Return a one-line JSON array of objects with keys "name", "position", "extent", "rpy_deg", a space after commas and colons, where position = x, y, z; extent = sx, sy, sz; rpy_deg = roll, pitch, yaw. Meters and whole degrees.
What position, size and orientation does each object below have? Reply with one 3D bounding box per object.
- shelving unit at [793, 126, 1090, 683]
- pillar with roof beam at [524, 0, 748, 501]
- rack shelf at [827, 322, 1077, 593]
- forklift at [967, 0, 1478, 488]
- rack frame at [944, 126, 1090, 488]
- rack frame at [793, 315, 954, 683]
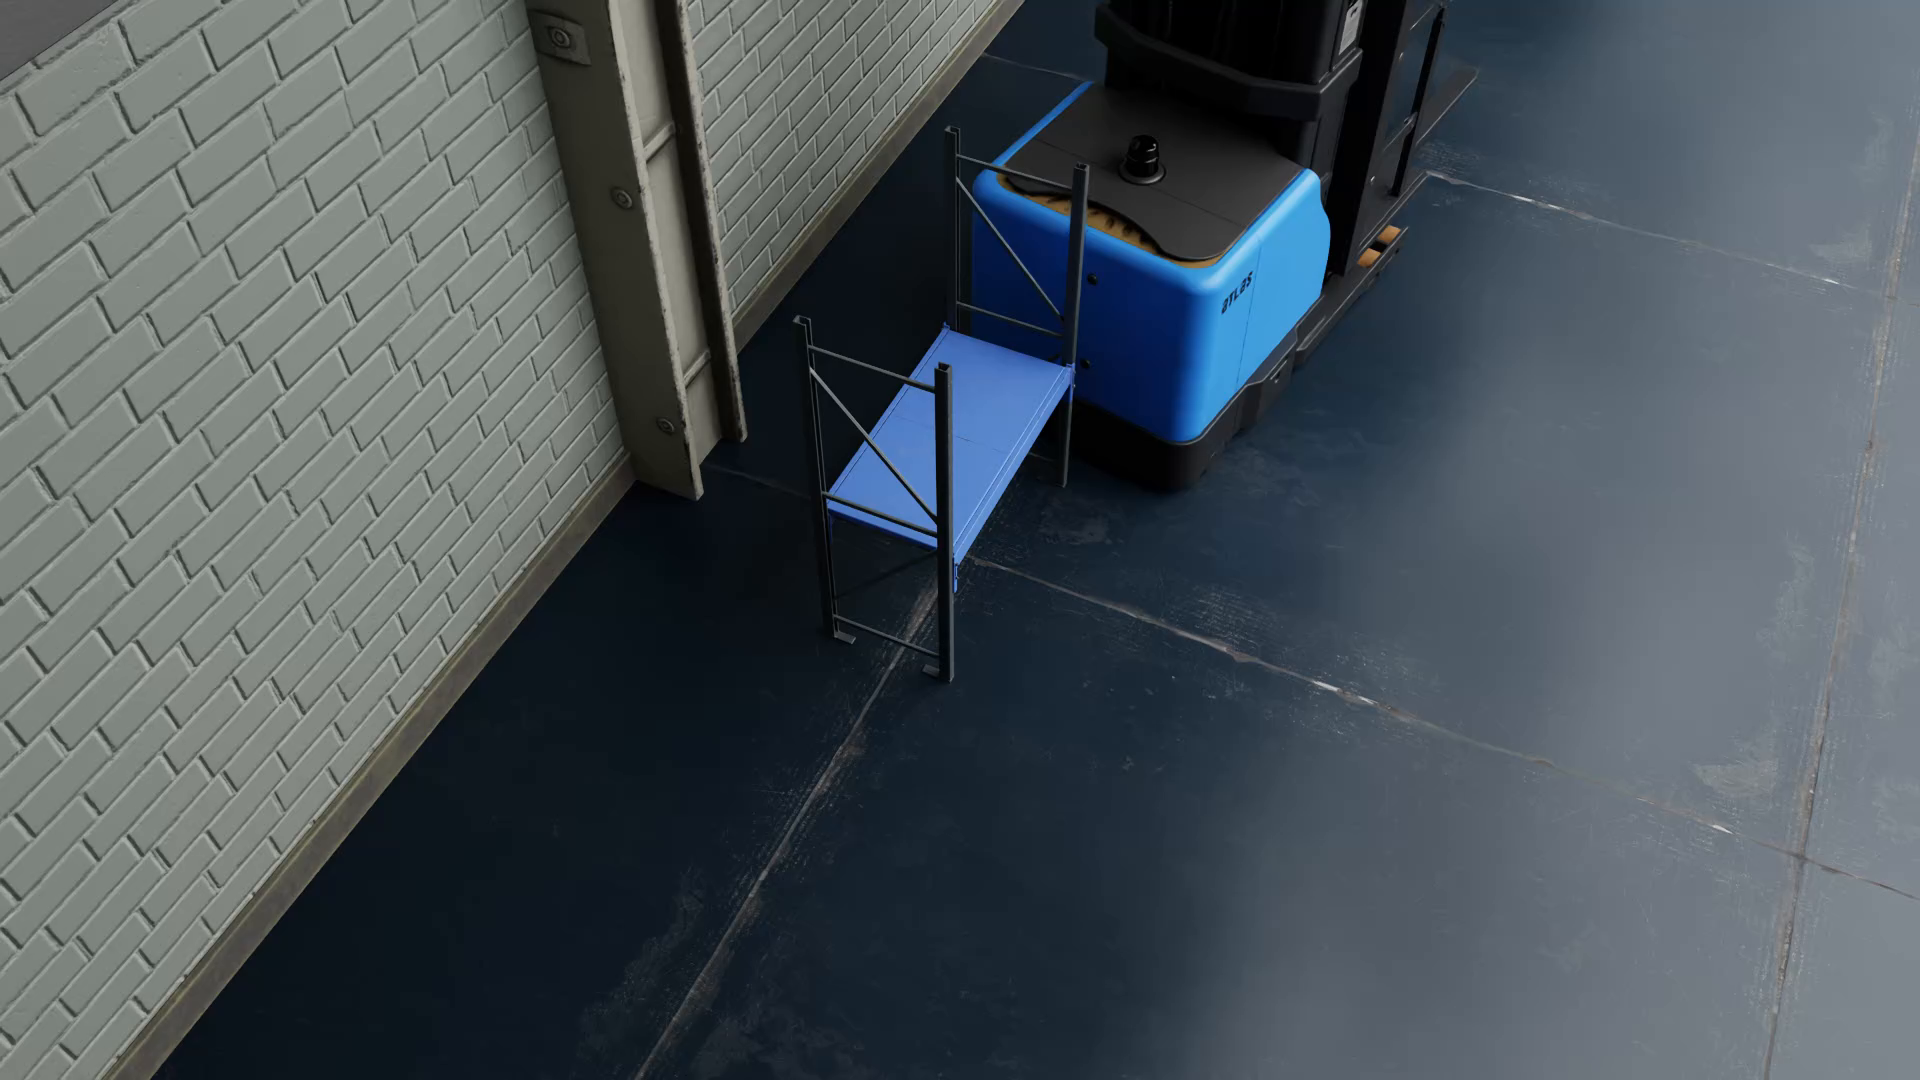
[{"name": "shelving unit", "position": [-0.036, -0.427, 5.629], "extent": [0.538, 1.500, 1.048], "rpy_deg": [20, 52, 16]}, {"name": "pillar with roof beam", "position": [2.828, -1.851, 1.916], "extent": [9.100, 9.000, 0.400], "rpy_deg": [20, 52, 16]}, {"name": "rack shelf", "position": [-0.036, -0.311, 5.766], "extent": [0.538, 0.185, 1.000], "rpy_deg": [20, 52, 16]}, {"name": "forklift", "position": [1.293, -2.236, 6.228], "extent": [1.130, 2.935, 3.031], "rpy_deg": [29, 55, 22]}, {"name": "rack frame", "position": [0.181, -0.777, 5.927], "extent": [0.500, 1.500, 0.032], "rpy_deg": [20, 52, 16]}, {"name": "rack frame", "position": [-0.254, -0.077, 5.331], "extent": [0.500, 1.500, 0.032], "rpy_deg": [20, 52, 16]}]
